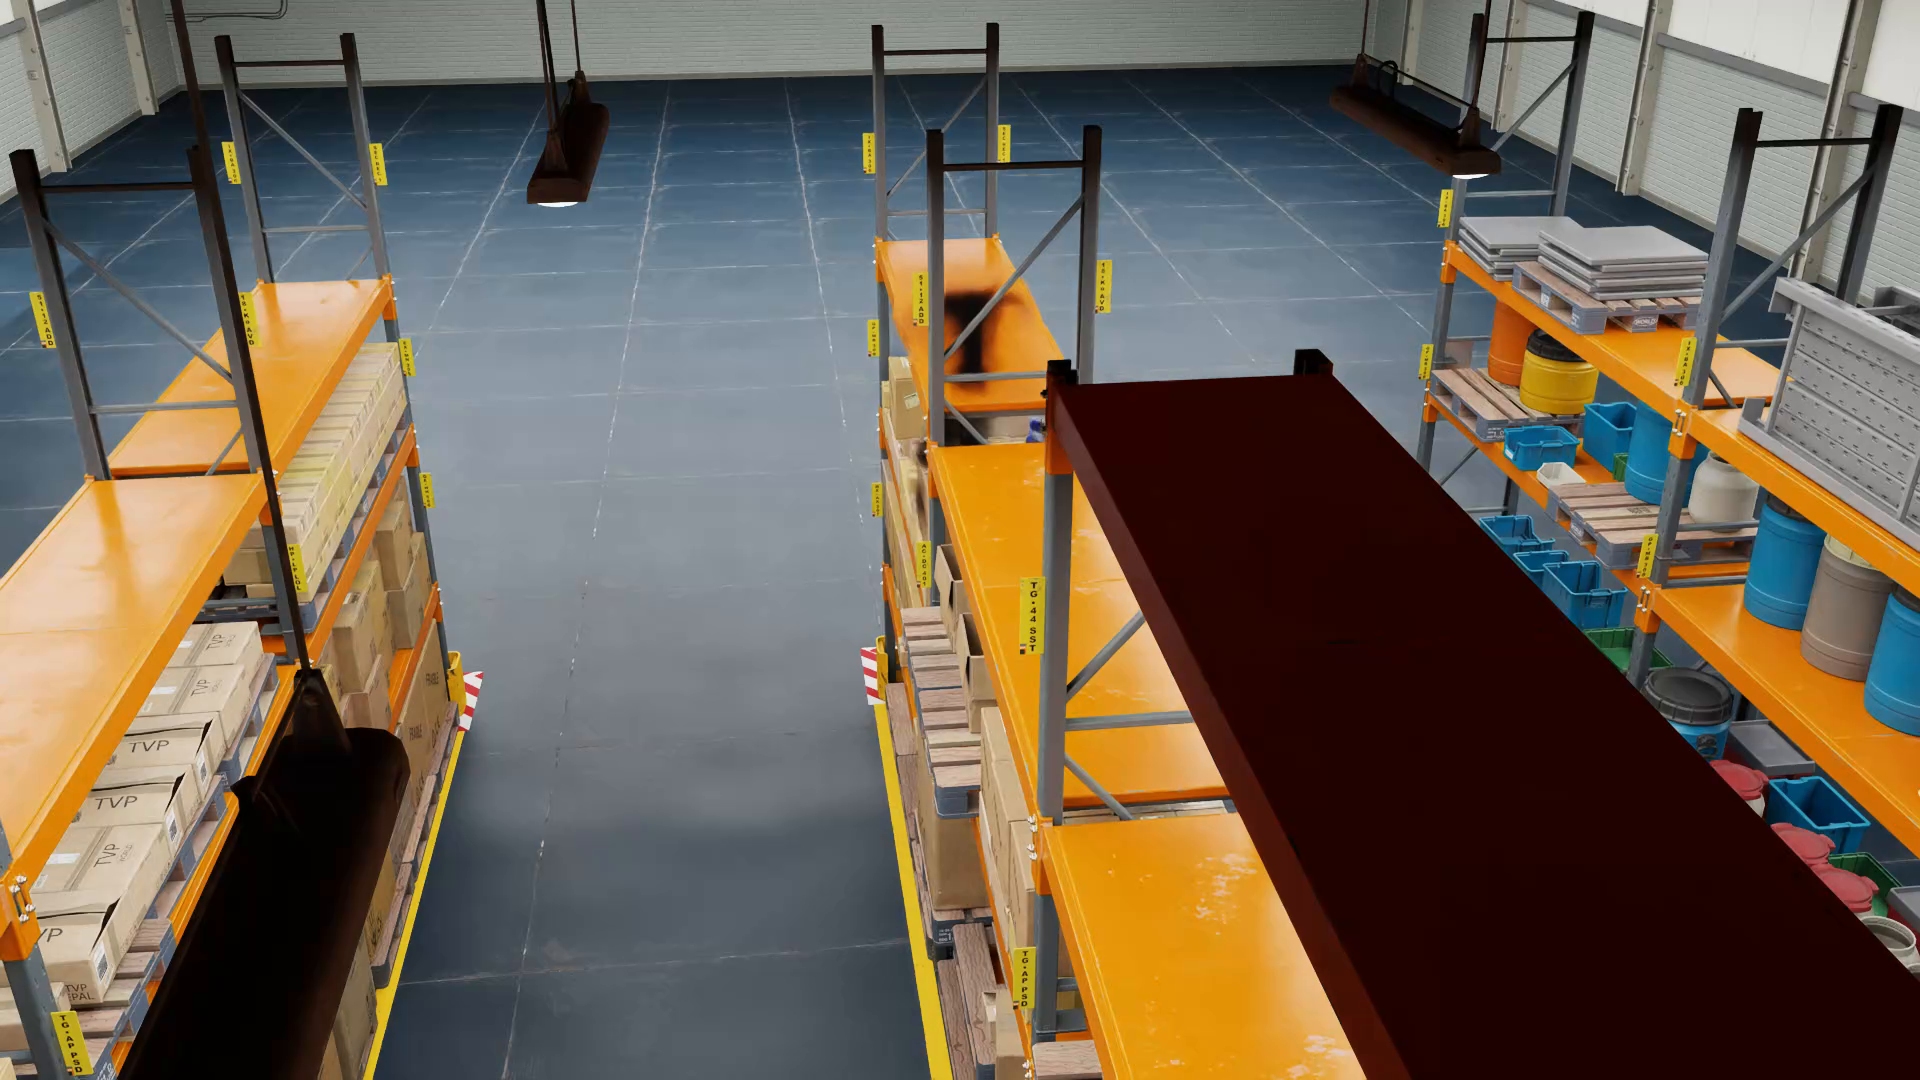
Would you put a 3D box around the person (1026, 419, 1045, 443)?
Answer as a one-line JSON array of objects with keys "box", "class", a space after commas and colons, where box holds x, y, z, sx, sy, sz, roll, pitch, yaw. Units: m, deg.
[{"box": [0.760, -0.745, 18.325, 0.884, 1.486, 0.606, 9, 27, 17], "class": "person"}]
